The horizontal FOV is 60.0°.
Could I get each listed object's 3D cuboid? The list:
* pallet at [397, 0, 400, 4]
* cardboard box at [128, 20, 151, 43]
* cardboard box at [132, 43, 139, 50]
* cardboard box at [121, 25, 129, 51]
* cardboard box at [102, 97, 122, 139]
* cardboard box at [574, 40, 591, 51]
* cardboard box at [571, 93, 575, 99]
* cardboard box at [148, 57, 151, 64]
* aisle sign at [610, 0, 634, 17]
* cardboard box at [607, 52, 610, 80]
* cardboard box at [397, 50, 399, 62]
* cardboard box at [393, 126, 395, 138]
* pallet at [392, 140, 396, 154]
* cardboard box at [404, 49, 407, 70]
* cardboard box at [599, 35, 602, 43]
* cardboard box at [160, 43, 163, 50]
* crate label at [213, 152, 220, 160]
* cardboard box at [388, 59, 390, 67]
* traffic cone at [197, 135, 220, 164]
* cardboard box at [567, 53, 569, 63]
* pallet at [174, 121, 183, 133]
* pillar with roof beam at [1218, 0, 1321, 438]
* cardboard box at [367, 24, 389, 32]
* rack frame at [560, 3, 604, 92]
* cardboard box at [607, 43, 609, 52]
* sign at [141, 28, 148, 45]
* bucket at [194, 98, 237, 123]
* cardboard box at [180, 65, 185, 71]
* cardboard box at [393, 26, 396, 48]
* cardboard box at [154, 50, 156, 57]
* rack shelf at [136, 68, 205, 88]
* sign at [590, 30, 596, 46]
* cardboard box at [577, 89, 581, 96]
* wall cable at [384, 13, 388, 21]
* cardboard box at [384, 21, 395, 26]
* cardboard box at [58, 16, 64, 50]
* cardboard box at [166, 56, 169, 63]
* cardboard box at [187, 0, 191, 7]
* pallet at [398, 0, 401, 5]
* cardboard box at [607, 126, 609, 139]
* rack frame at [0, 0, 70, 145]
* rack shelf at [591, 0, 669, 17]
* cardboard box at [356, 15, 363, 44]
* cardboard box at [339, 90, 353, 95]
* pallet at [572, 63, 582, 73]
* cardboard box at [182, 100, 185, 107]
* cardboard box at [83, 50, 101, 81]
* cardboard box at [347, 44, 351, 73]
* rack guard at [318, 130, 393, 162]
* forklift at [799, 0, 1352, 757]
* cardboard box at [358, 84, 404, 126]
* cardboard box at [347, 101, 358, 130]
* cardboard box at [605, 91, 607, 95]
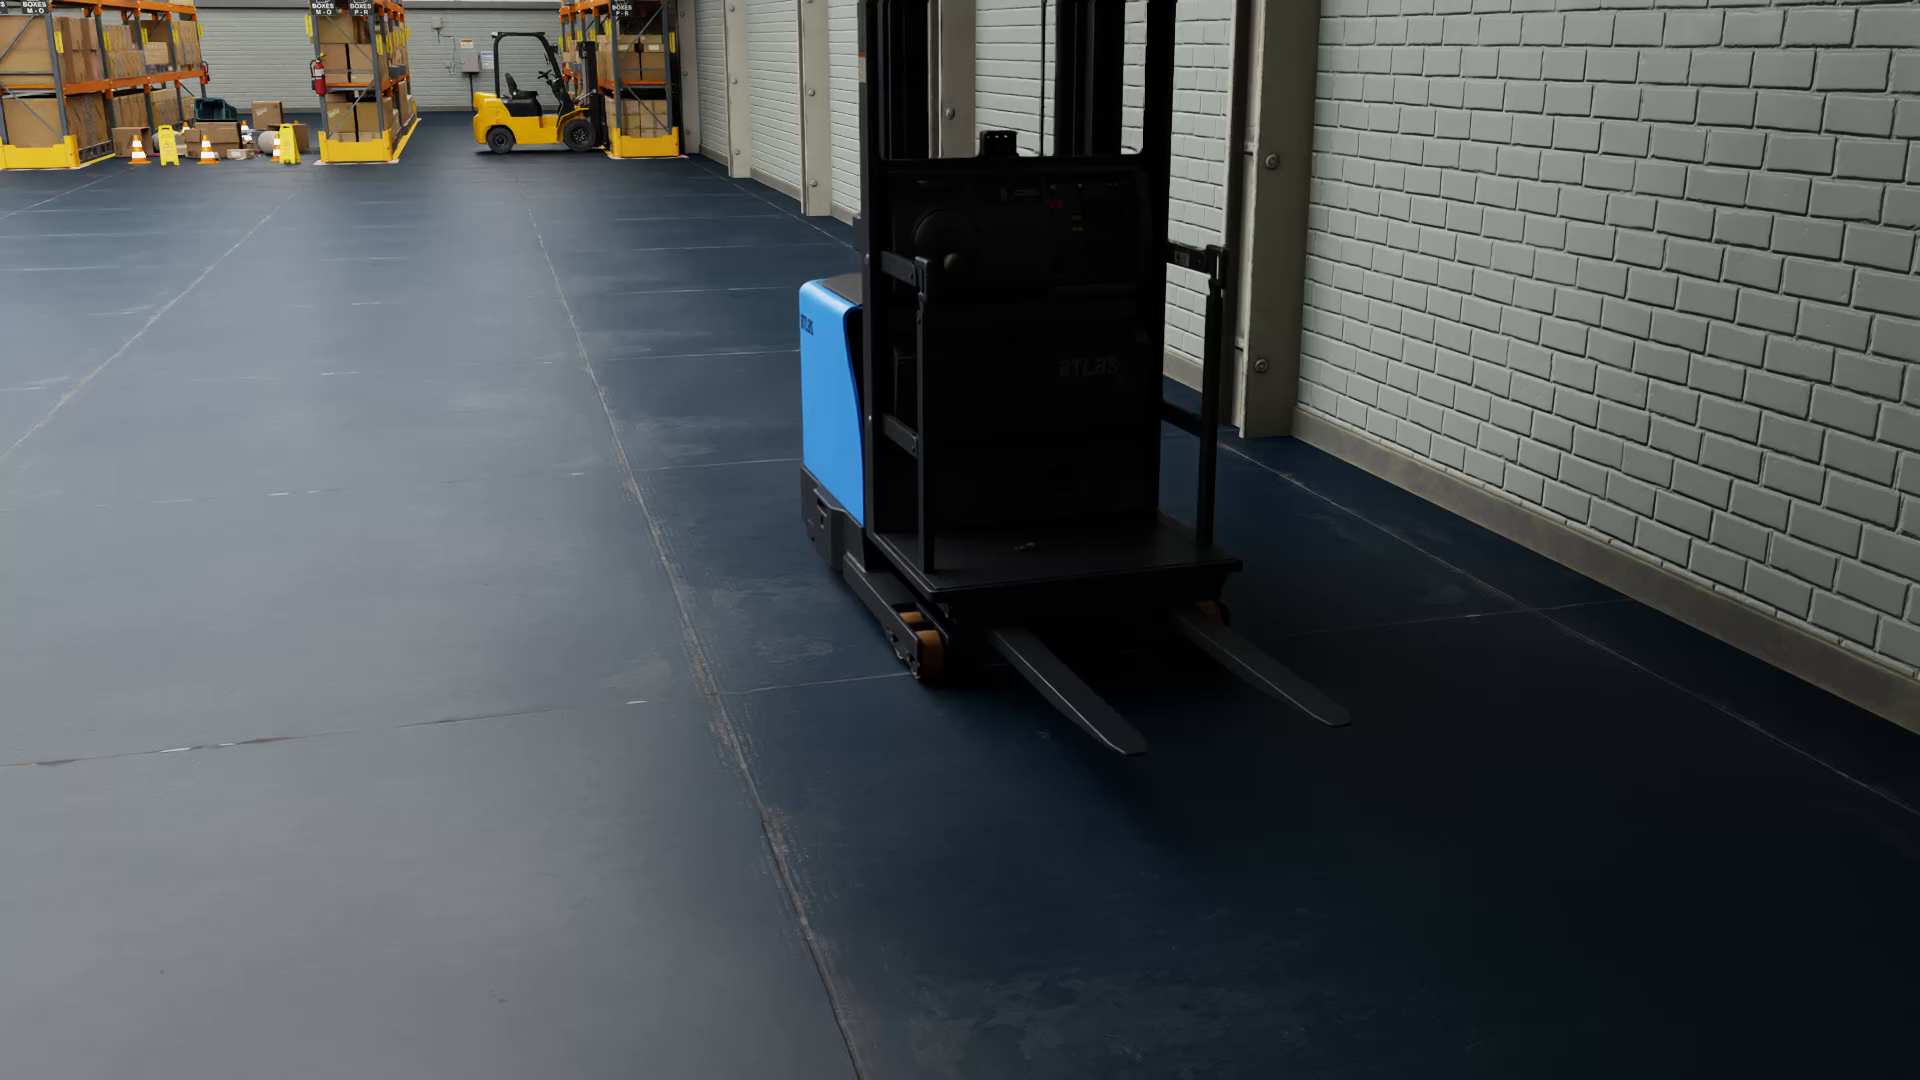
[{"bbox_3d":[-13.974,-12.958,39.818,1.003,0.211,1.213,-5,17,-15],"label":"pallet"},{"bbox_3d":[-18.880,-11.696,38.245,0.500,0.500,0.500,-5,18,-17],"label":"cardboard box"},{"bbox_3d":[-17.333,-10.322,34.772,0.380,0.149,0.250,-5,17,-15],"label":"cardboard box"},{"bbox_3d":[-17.137,-10.074,33.362,0.700,0.500,0.500,-5,17,-16],"label":"cardboard box"},{"bbox_3d":[-16.549,-7.993,31.529,1.050,0.750,0.750,-5,17,-16],"label":"cardboard box"},{"bbox_3d":[-8.514,-11.312,38.486,0.797,0.503,0.637,-5,17,-17],"label":"cardboard box"},{"bbox_3d":[-9.527,-11.138,42.432,0.700,0.500,0.500,-5,18,-17],"label":"cardboard box"},{"bbox_3d":[-17.544,-10.255,35.586,0.380,0.149,0.250,-4,17,-13],"label":"cardboard box"},{"bbox_3d":[-5.954,-9.615,29.229,0.394,0.787,0.004,-5,17,-15],"label":"aisle sign"},{"bbox_3d":[-6.211,-8.719,30.590,0.500,0.500,0.500,-4,17,-14],"label":"cardboard box"},{"bbox_3d":[-12.827,-10.840,37.217,0.500,0.250,0.500,-5,17,-15],"label":"cardboard box"},{"bbox_3d":[-10.983,-7.720,31.488,0.500,0.250,0.500,-5,17,-17],"label":"cardboard box"},{"bbox_3d":[-11.003,-7.268,30.780,1.003,0.211,1.213,-5,17,-15],"label":"pallet"},{"bbox_3d":[-13.901,-11.813,40.891,0.500,0.500,0.500,-5,17,-15],"label":"cardboard box"},{"bbox_3d":[-6.777,-9.693,32.188,0.380,0.149,0.250,-4,17,-14],"label":"cardboard box"},{"bbox_3d":[-18.049,-11.042,37.171,0.380,0.149,0.250,-5,18,-17],"label":"cardboard box"},{"bbox_3d":[-13.069,-6.695,29.001,0.298,0.136,0.250,16,23,42],"label":"crate label"},{"bbox_3d":[-11.408,-9.383,32.682,0.380,0.149,0.250,-4,17,-14],"label":"cardboard box"},{"bbox_3d":[-12.793,-6.638,28.247,0.336,0.463,0.334,-5,17,-15],"label":"traffic cone"},{"bbox_3d":[-9.779,-12.342,42.569,0.500,0.250,0.500,-5,17,-17],"label":"cardboard box"},{"bbox_3d":[-18.275,-9.367,37.769,1.003,0.211,1.213,-5,17,-15],"label":"pallet"},{"bbox_3d":[-2.558,-4.570,6.522,9.100,9.000,0.400,-5,17,-15],"label":"pillar with roof beam"},{"bbox_3d":[-11.350,-9.985,32.429,0.380,0.149,0.250,-5,17,-15],"label":"cardboard box"},{"bbox_3d":[-10.087,-12.837,44.474,1.000,3.000,0.127,-5,17,-15],"label":"rack frame"},{"bbox_3d":[-6.341,-9.128,30.825,0.380,0.149,0.250,-5,18,-17],"label":"cardboard box"},{"bbox_3d":[-16.859,-10.411,34.384,0.100,0.325,0.005,-5,17,-15],"label":"sign"},{"bbox_3d":[-14.038,-8.010,31.452,0.726,0.611,0.620,1,7,4],"label":"bucket"},{"bbox_3d":[-18.595,-11.188,39.419,0.380,0.149,0.250,-4,17,-14],"label":"cardboard box"},{"bbox_3d":[-12.706,-11.050,36.612,0.500,0.500,0.500,-5,17,-15],"label":"cardboard box"},{"bbox_3d":[-17.764,-10.615,36.265,0.380,0.149,0.250,-4,17,-13],"label":"cardboard box"},{"bbox_3d":[-19.040,-11.127,40.030,1.077,0.370,4.000,-5,17,-15],"label":"rack shelf"},{"bbox_3d":[-7.308,-9.989,33.117,0.100,0.325,0.005,-5,17,-15],"label":"sign"},{"bbox_3d":[-9.145,-10.925,40.596,0.380,0.149,0.250,-4,17,-13],"label":"cardboard box"},{"bbox_3d":[-16.430,-14.503,48.200,0.585,1.953,0.123,-5,17,-15],"label":"wall cable"},{"bbox_3d":[-13.596,-12.282,39.588,0.380,0.149,0.250,-5,17,-16],"label":"cardboard box"},{"bbox_3d":[-15.497,-8.438,27.692,0.875,0.550,0.550,-5,17,-15],"label":"cardboard box"},{"bbox_3d":[-18.191,-10.905,37.747,0.380,0.149,0.250,-5,17,-17],"label":"cardboard box"},{"bbox_3d":[-19.063,-13.144,40.541,0.500,0.250,0.500,-5,17,-15],"label":"cardboard box"},{"bbox_3d":[-14.305,-13.295,40.939,1.003,0.211,1.213,-5,17,-15],"label":"pallet"},{"bbox_3d":[-6.379,-7.678,31.348,0.500,0.250,0.500,-5,17,-15],"label":"cardboard box"},{"bbox_3d":[-15.193,-7.599,27.035,1.000,3.000,0.127,-5,17,-15],"label":"rack frame"},{"bbox_3d":[-6.239,-10.057,31.254,1.077,0.370,4.000,-5,17,-15],"label":"rack shelf"},{"bbox_3d":[-11.186,-9.234,30.049,0.700,0.500,0.500,-5,17,-16],"label":"cardboard box"},{"bbox_3d":[-11.538,-8.313,31.030,0.380,0.149,0.250,-4,17,-13],"label":"cardboard box"},{"bbox_3d":[-8.142,-10.714,37.740,1.213,0.211,1.003,-5,17,-15],"label":"pallet"},{"bbox_3d":[-18.405,-10.231,38.990,0.380,0.149,0.250,-4,17,-13],"label":"cardboard box"},{"bbox_3d":[-16.006,-8.525,29.859,0.875,0.550,0.550,-5,17,-15],"label":"cardboard box"},{"bbox_3d":[-11.008,-8.476,29.263,0.500,0.500,0.500,-5,17,-15],"label":"cardboard box"},{"bbox_3d":[-10.482,-6.842,28.860,1.175,0.500,0.348,-5,17,-15],"label":"rack guard"},{"bbox_3d":[0.278,-1.075,5.438,1.130,2.935,3.031,-5,18,-17],"label":"forklift"},{"bbox_3d":[-12.770,-9.612,36.700,0.875,0.875,0.875,-5,17,-16],"label":"cardboard box"},{"bbox_3d":[-11.079,-7.606,29.807,0.500,0.500,0.500,-4,17,-13],"label":"cardboard box"},{"bbox_3d":[-8.139,-10.461,39.052,0.380,0.149,0.250,-5,17,-15],"label":"cardboard box"}]
